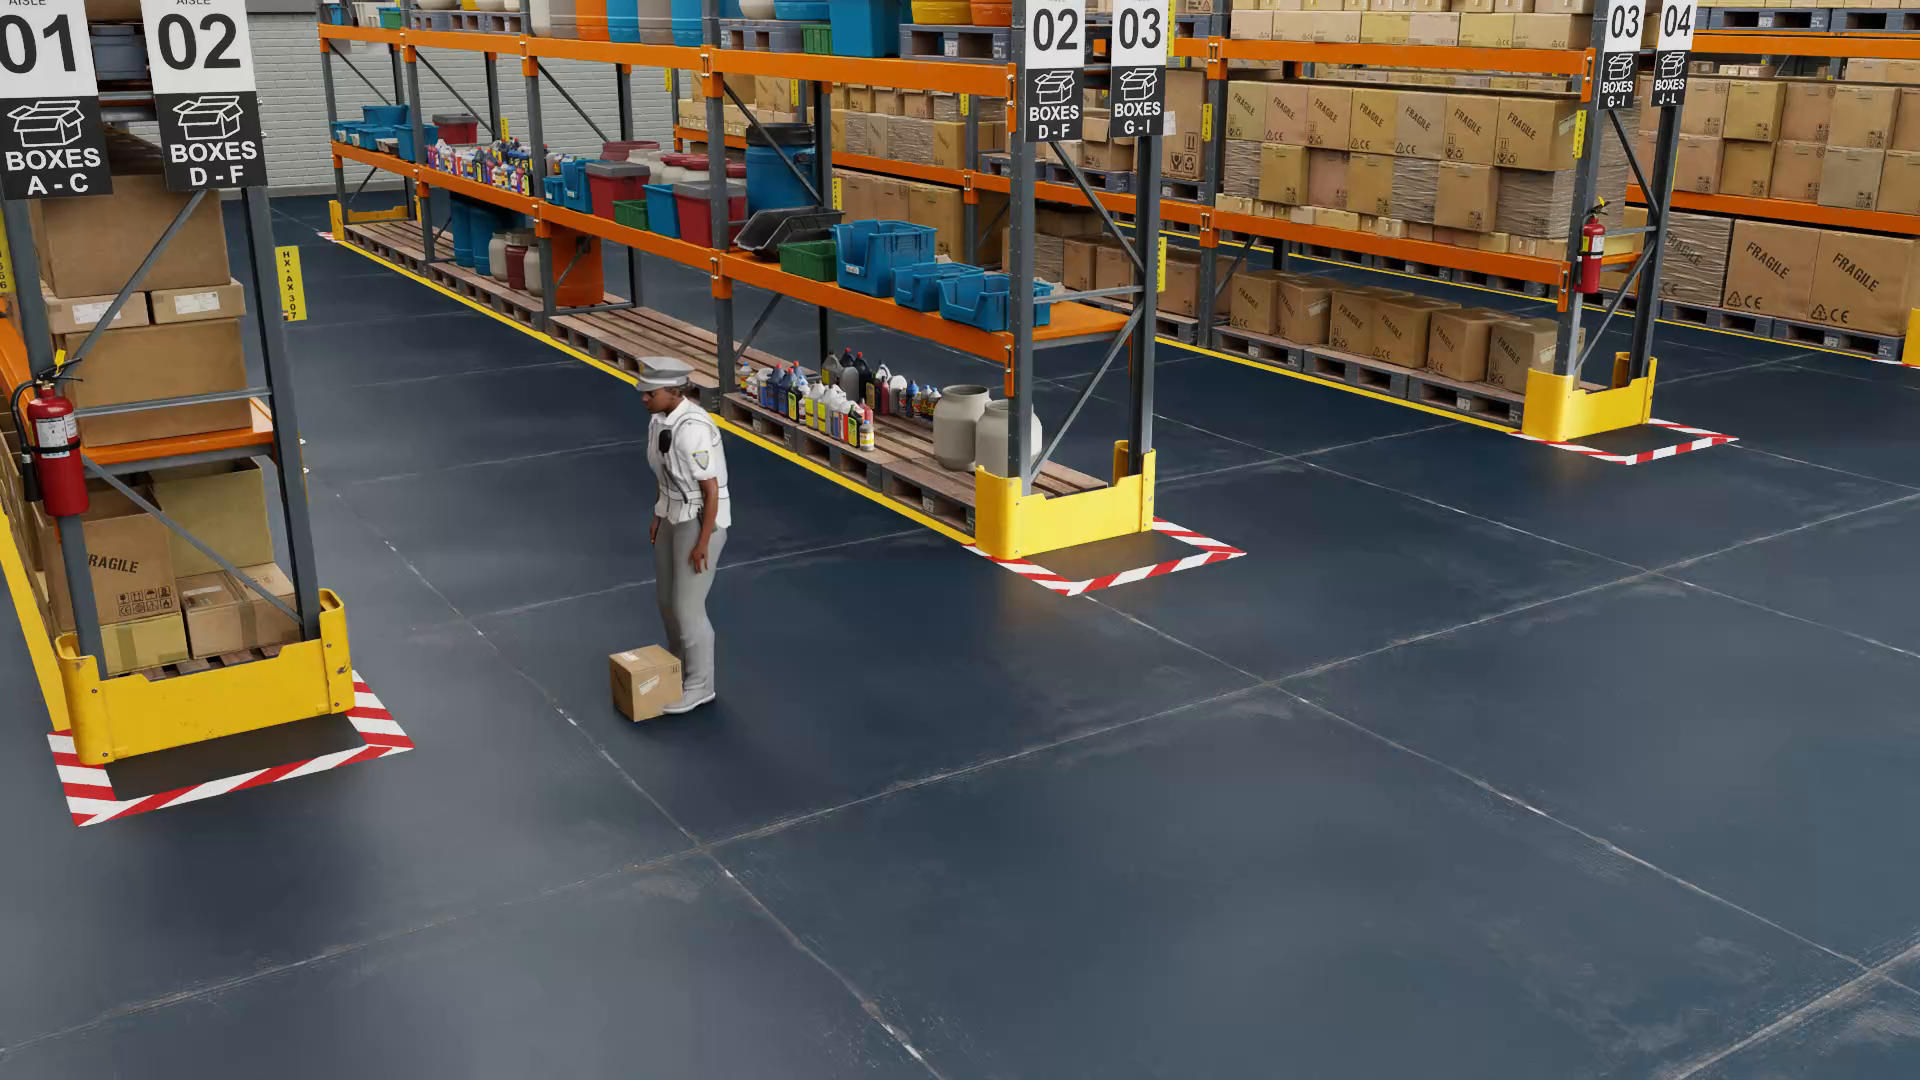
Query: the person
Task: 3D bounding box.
[{"bbox_3d":[-1.288,-0.041,7.683,0.417,1.659,0.521,-12,22,-33],"label":"person"}]
